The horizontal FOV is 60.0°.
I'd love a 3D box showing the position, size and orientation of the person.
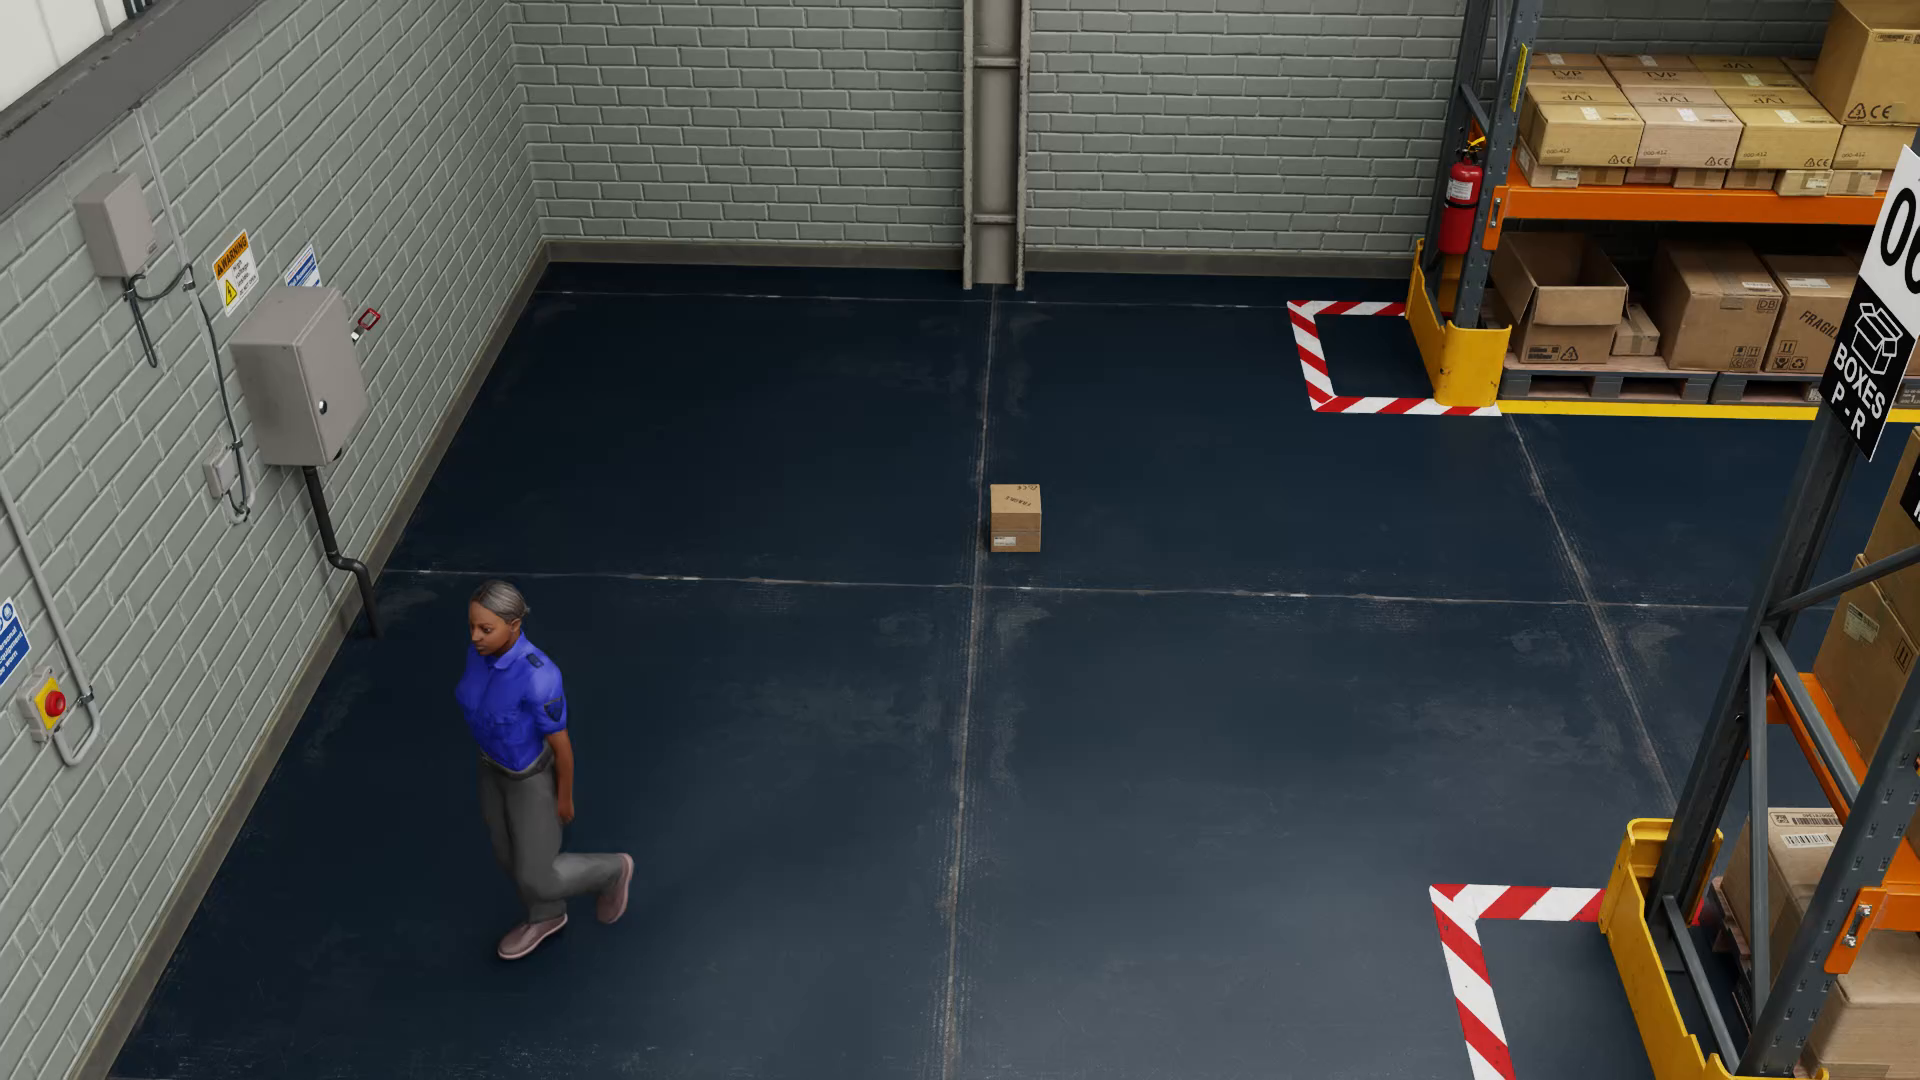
[{"bbox_3d":[-1.528,0.826,5.943,0.446,1.642,0.525,27,44,32],"label":"person"}]
